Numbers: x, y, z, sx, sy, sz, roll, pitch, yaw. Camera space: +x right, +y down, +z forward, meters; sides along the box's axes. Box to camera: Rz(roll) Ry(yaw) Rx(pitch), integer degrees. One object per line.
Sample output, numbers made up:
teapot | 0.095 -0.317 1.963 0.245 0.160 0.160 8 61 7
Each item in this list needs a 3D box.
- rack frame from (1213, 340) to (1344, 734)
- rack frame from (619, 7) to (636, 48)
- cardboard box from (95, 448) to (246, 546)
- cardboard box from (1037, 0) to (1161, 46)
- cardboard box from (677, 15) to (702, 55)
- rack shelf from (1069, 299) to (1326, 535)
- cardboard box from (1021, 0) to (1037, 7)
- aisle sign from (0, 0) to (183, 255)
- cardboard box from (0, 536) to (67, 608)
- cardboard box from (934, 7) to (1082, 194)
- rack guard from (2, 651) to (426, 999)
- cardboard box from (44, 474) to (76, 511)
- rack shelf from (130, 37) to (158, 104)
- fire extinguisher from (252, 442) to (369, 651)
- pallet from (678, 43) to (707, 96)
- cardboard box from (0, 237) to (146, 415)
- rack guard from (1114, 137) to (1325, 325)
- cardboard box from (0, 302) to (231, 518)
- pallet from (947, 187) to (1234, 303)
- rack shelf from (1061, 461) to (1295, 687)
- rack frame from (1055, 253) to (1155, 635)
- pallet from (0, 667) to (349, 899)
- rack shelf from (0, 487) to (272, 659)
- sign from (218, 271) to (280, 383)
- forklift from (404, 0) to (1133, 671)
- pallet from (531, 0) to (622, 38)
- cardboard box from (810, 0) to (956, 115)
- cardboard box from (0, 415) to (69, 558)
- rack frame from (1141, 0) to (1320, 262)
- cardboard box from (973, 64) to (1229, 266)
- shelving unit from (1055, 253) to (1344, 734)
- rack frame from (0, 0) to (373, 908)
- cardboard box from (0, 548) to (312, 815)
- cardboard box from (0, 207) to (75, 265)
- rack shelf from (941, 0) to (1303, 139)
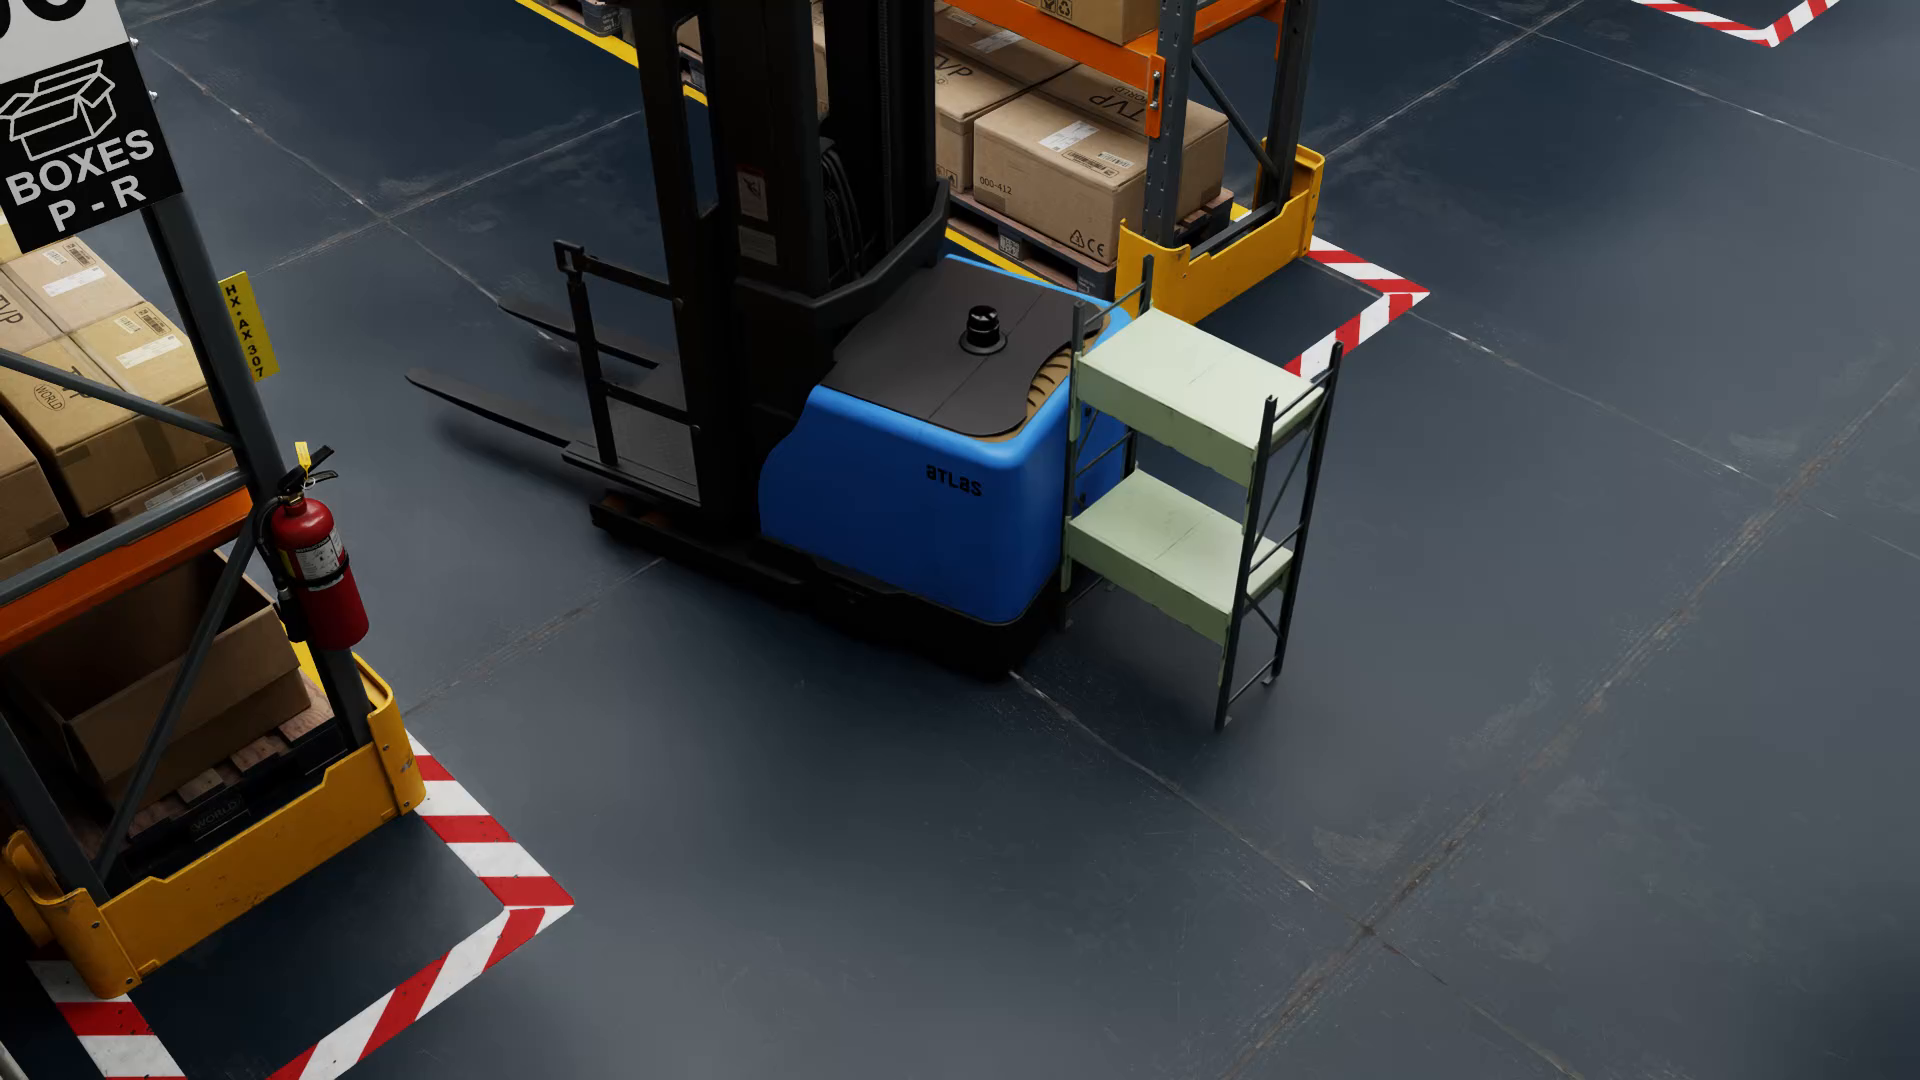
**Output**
rack frame | 1.049 0.036 5.550 0.023 1.500 0.400 31 51 29
rack frame | -1.612 -4.288 9.125 1.000 3.000 0.127 -34 53 -31
cardboard box | -2.337 -0.183 4.867 0.250 0.149 0.380 34 52 31
cardboard box | 0.685 -2.508 7.125 0.500 0.500 0.500 -34 52 -31
cardboard box | -1.244 -3.148 9.470 0.875 0.438 0.875 33 52 31
rack shelf | 0.776 -0.416 5.465 0.720 0.370 0.431 31 51 29
cardboard box | 0.341 -2.756 7.394 0.500 0.500 0.500 33 52 31
aisle sign | -2.043 -1.048 3.703 0.394 0.787 0.004 -34 53 -31
cardboard box | -2.723 0.076 4.587 0.250 0.149 0.380 34 52 31
cardboard box | 0.024 -2.284 8.535 0.875 0.438 0.875 -33 52 -30
rack guard | -2.352 0.896 5.357 1.175 0.500 0.348 -34 53 -31
cardboard box | -2.549 -0.283 4.976 0.380 0.149 0.250 -33 52 -30
rack shelf | -3.711 -1.784 4.735 1.077 0.370 4.000 -34 53 -31
fire extinguisher | -1.867 0.029 4.785 0.296 0.674 0.183 -34 53 -31
pallet | -1.130 -2.861 9.636 1.003 0.211 1.213 -34 53 -31
cardboard box | -2.784 -0.629 5.056 0.500 0.250 0.500 -34 52 -31
rack guard | 1.230 -1.437 7.881 1.175 0.500 0.348 -34 53 -31
cardboard box | -2.428 -0.387 4.794 0.500 0.250 0.500 -34 52 -31
pallet | 0.593 -1.689 8.367 1.003 0.211 1.213 -34 53 -31
rack shelf | 0.776 0.110 5.951 0.720 0.370 0.431 31 51 29
rack frame | 0.503 -0.295 5.909 0.023 1.500 0.400 31 51 29
pallet | -2.916 0.620 5.869 1.003 0.211 1.213 -34 53 -31
rack shelf | -3.711 -0.682 5.753 1.077 0.370 4.000 -34 53 -31
sign | -1.915 -0.564 4.457 0.100 0.325 0.005 -34 53 -31
forklift | -0.899 -1.324 5.967 3.031 2.935 1.130 20 47 21
pallet | -2.210 -3.599 10.434 1.003 0.211 1.213 -34 53 -31
cardboard box | -0.612 -2.718 9.005 0.875 0.438 0.875 33 52 30
cardboard box | -2.811 -0.134 4.520 0.500 0.250 0.500 -33 52 -30
rack frame | 1.213 -2.366 7.045 1.000 3.000 0.127 -34 53 -31
cardboard box | 0.676 -1.849 8.064 0.875 0.438 0.875 32 52 30
shelving unit | 0.776 -0.129 5.730 0.755 1.500 0.431 31 51 29
rack frame | -2.299 0.014 4.469 1.000 3.000 0.127 -34 53 -31
cardboard box | -2.663 0.438 5.541 0.637 0.503 0.797 32 52 30
cardboard box | -3.145 -0.871 5.318 0.500 0.250 0.500 33 52 31
rack shelf | -0.199 -3.063 8.329 1.077 0.370 4.000 -34 53 -31
